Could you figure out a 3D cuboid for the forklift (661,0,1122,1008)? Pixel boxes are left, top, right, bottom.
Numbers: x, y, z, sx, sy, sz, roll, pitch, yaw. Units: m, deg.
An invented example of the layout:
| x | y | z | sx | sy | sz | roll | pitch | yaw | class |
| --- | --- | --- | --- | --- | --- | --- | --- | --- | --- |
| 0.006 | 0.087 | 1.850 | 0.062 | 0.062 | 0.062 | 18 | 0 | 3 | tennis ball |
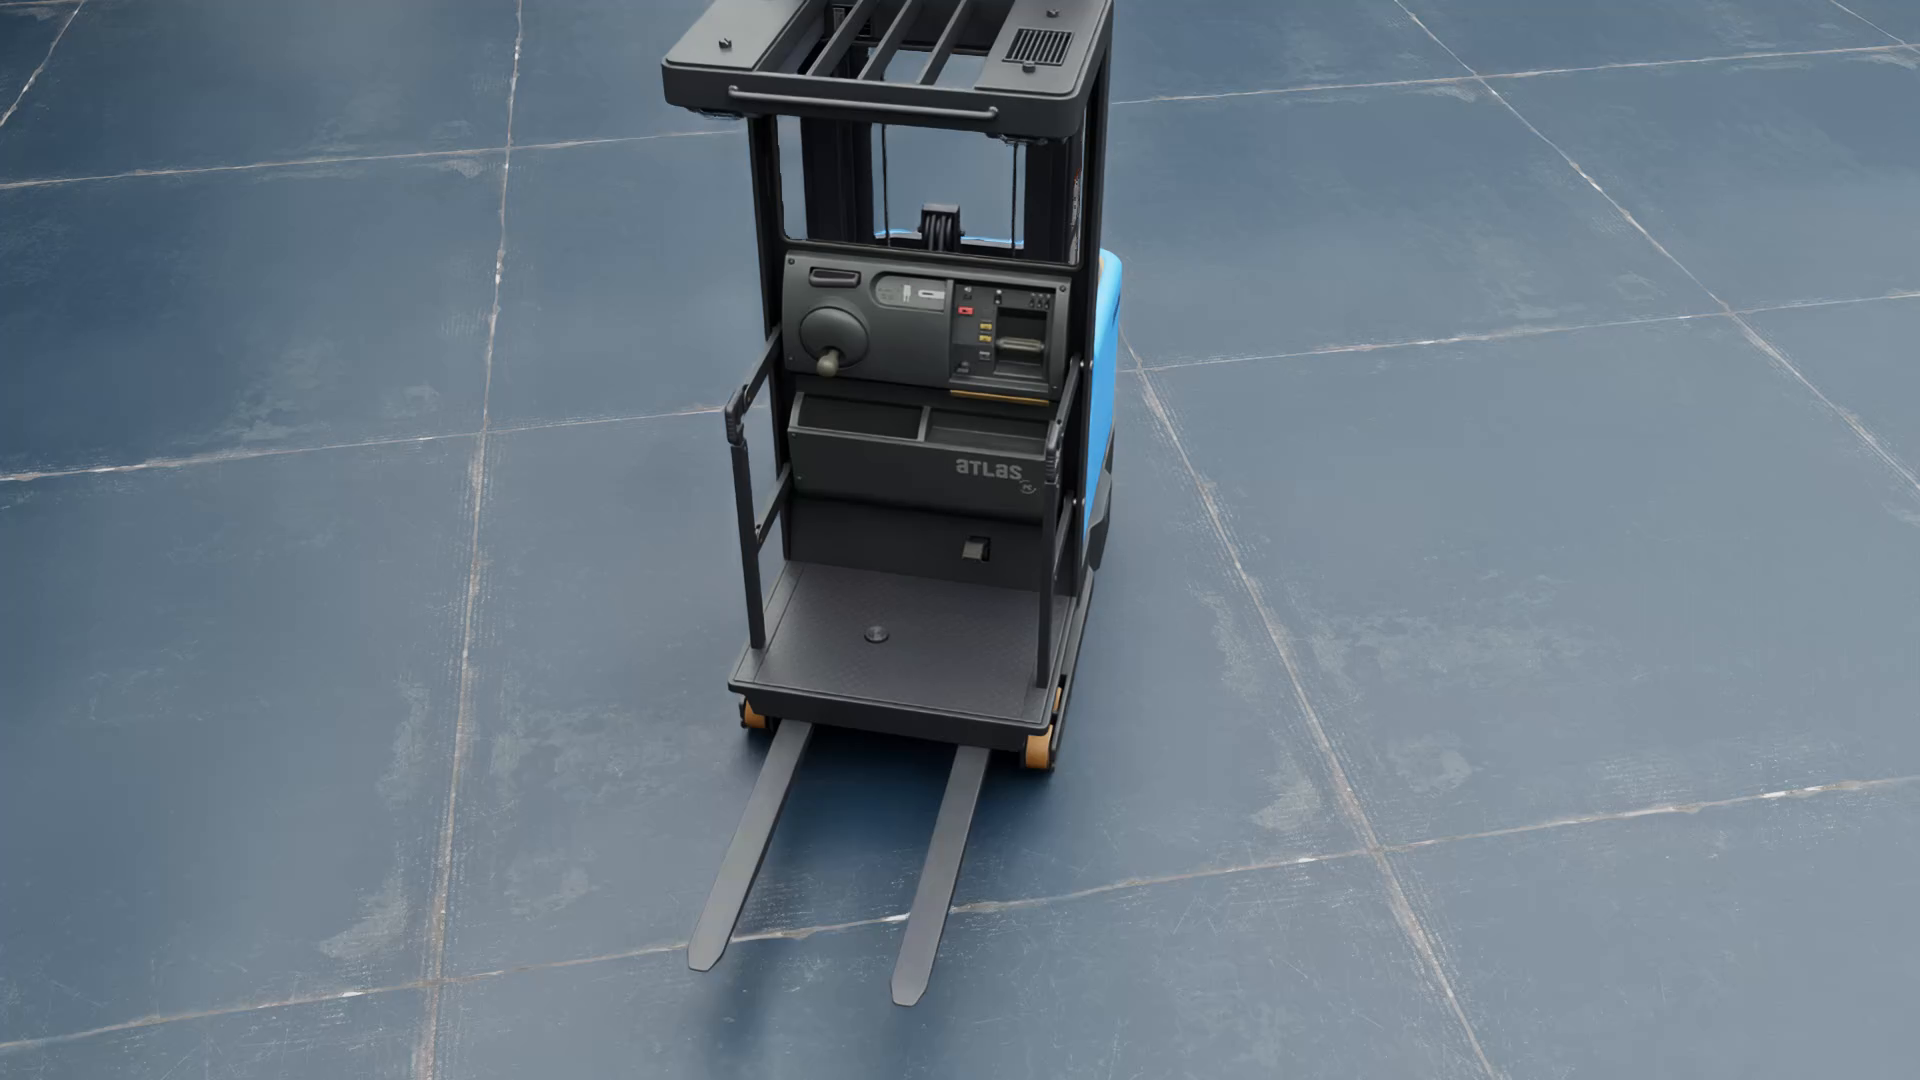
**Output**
| x | y | z | sx | sy | sz | roll | pitch | yaw | class |
| --- | --- | --- | --- | --- | --- | --- | --- | --- | --- |
| -0.155 | -0.615 | 5.153 | 1.130 | 2.935 | 3.031 | 7 | 38 | 9 | forklift |
